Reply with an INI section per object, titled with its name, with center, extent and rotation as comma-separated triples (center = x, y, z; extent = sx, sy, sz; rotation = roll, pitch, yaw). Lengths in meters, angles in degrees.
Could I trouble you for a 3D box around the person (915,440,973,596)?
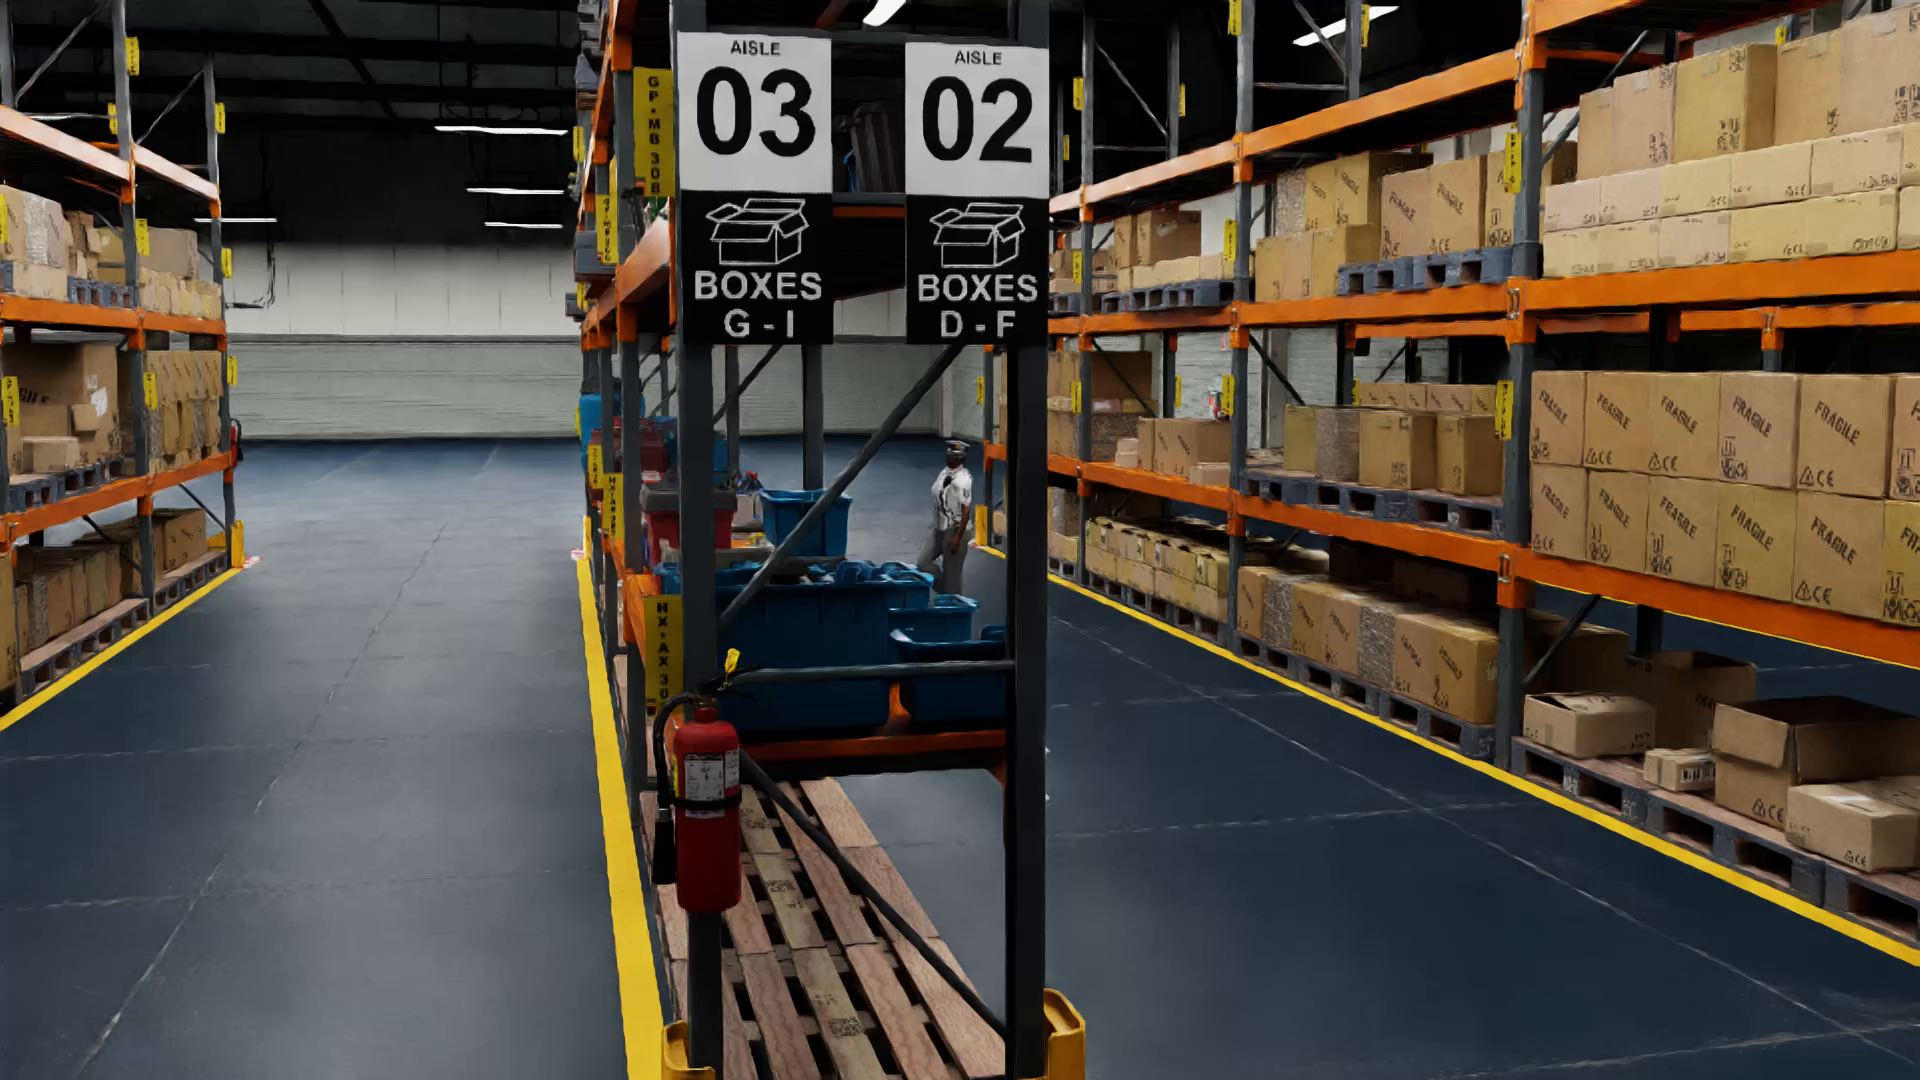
[person]
center = -0.147, -0.061, 14.668
extent = 0.438, 1.656, 0.664
rotation = -3, 7, -23
